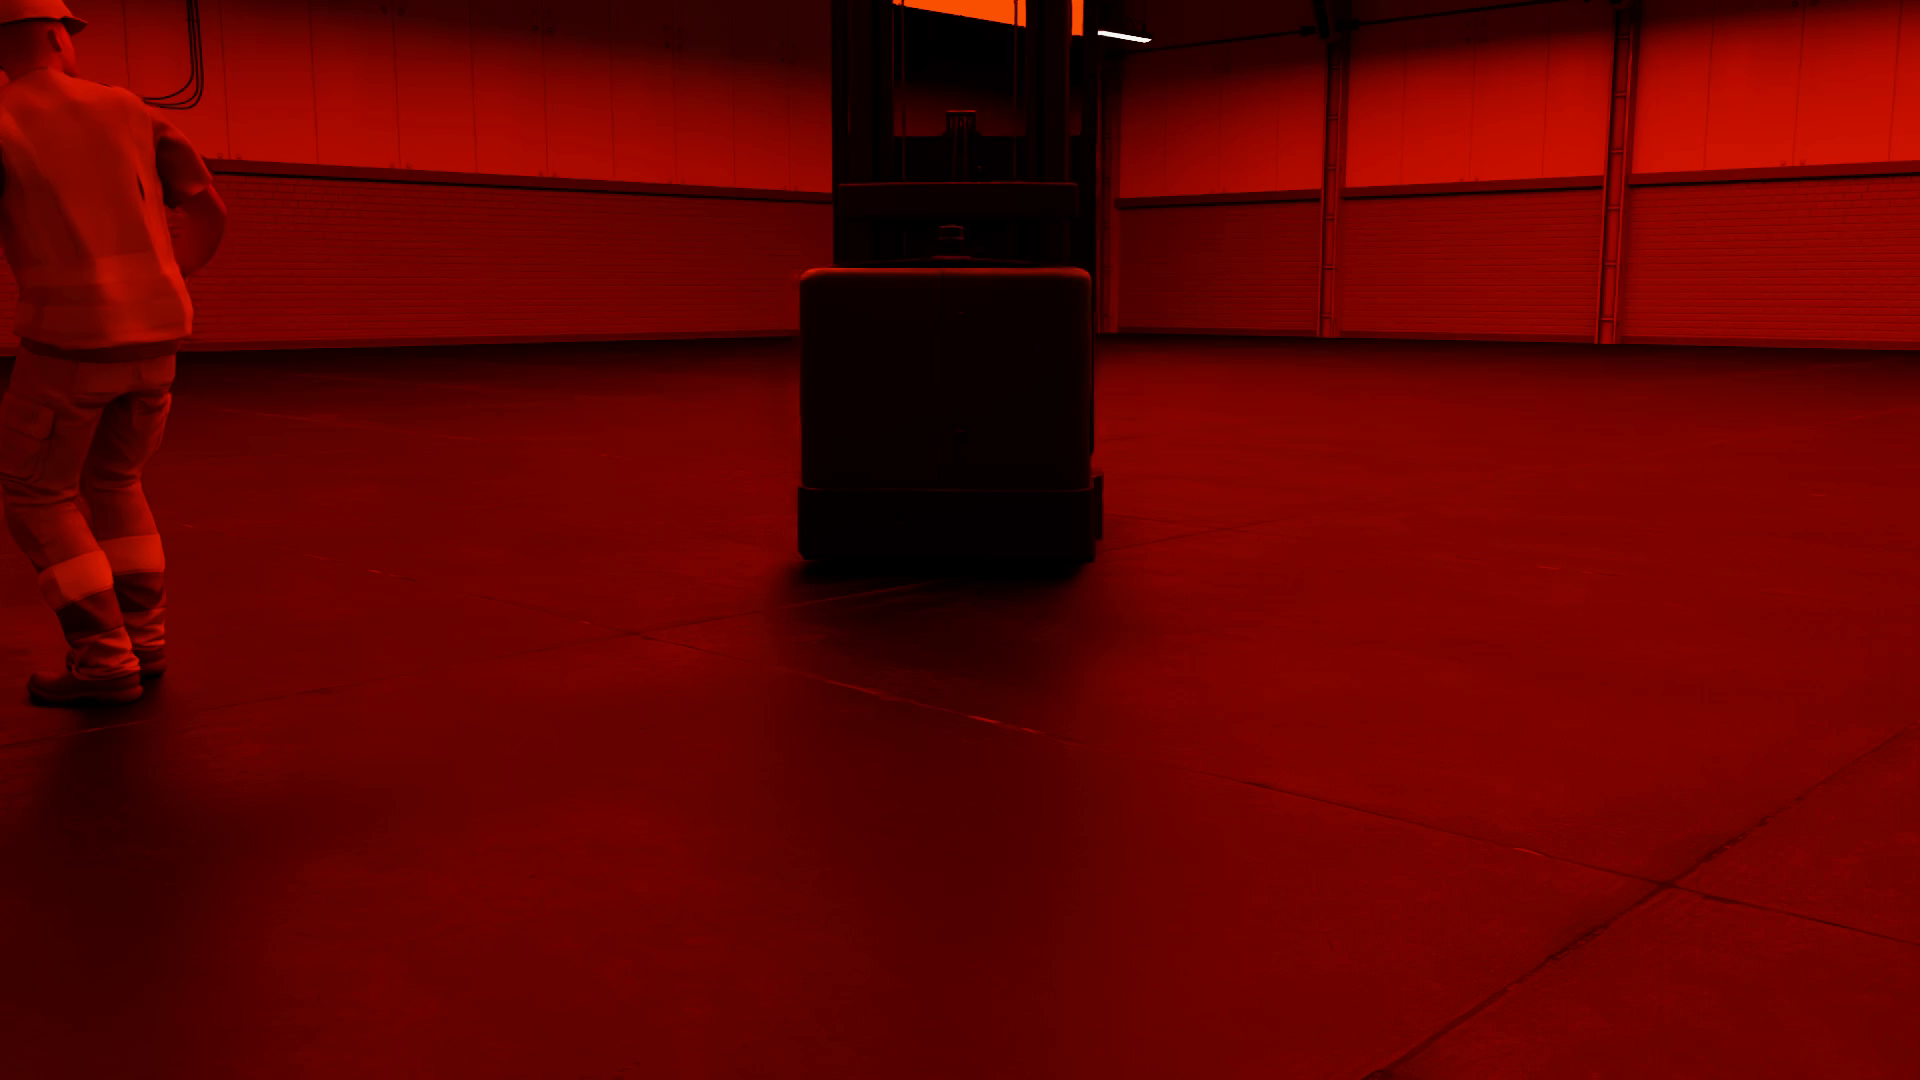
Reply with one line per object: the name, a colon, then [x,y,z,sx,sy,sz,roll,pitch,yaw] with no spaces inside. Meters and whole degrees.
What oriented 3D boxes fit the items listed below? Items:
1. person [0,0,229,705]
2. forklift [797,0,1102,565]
person: [-2.204,-0.478,4.079,0.512,1.741,0.740,5,10,28]
forklift: [0.033,-1.540,7.102,1.130,2.935,3.031,1,9,3]
